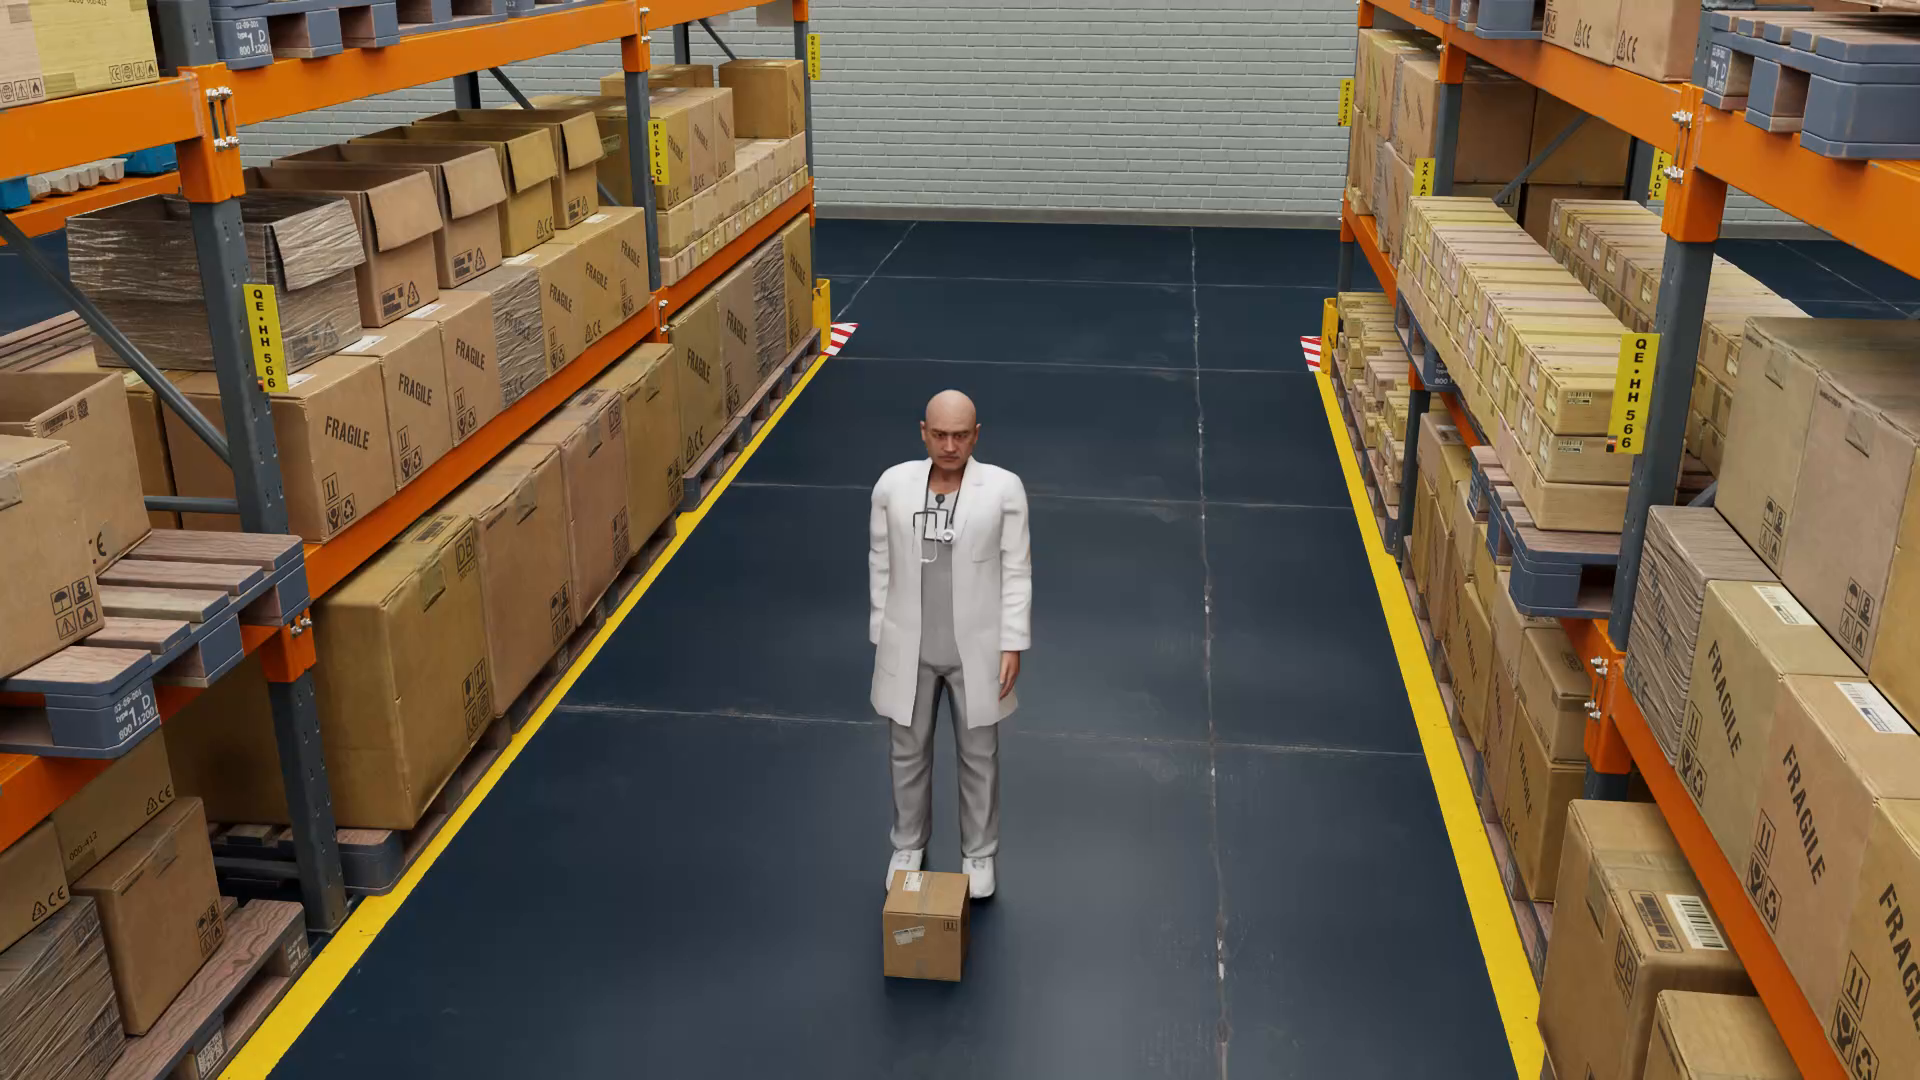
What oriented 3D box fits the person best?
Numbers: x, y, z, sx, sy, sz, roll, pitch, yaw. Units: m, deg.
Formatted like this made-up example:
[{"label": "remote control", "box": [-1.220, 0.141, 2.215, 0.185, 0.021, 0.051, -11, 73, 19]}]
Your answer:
[{"label": "person", "box": [-0.027, 0.423, 5.658, 0.608, 1.672, 0.503, 3, 21, 8]}]
